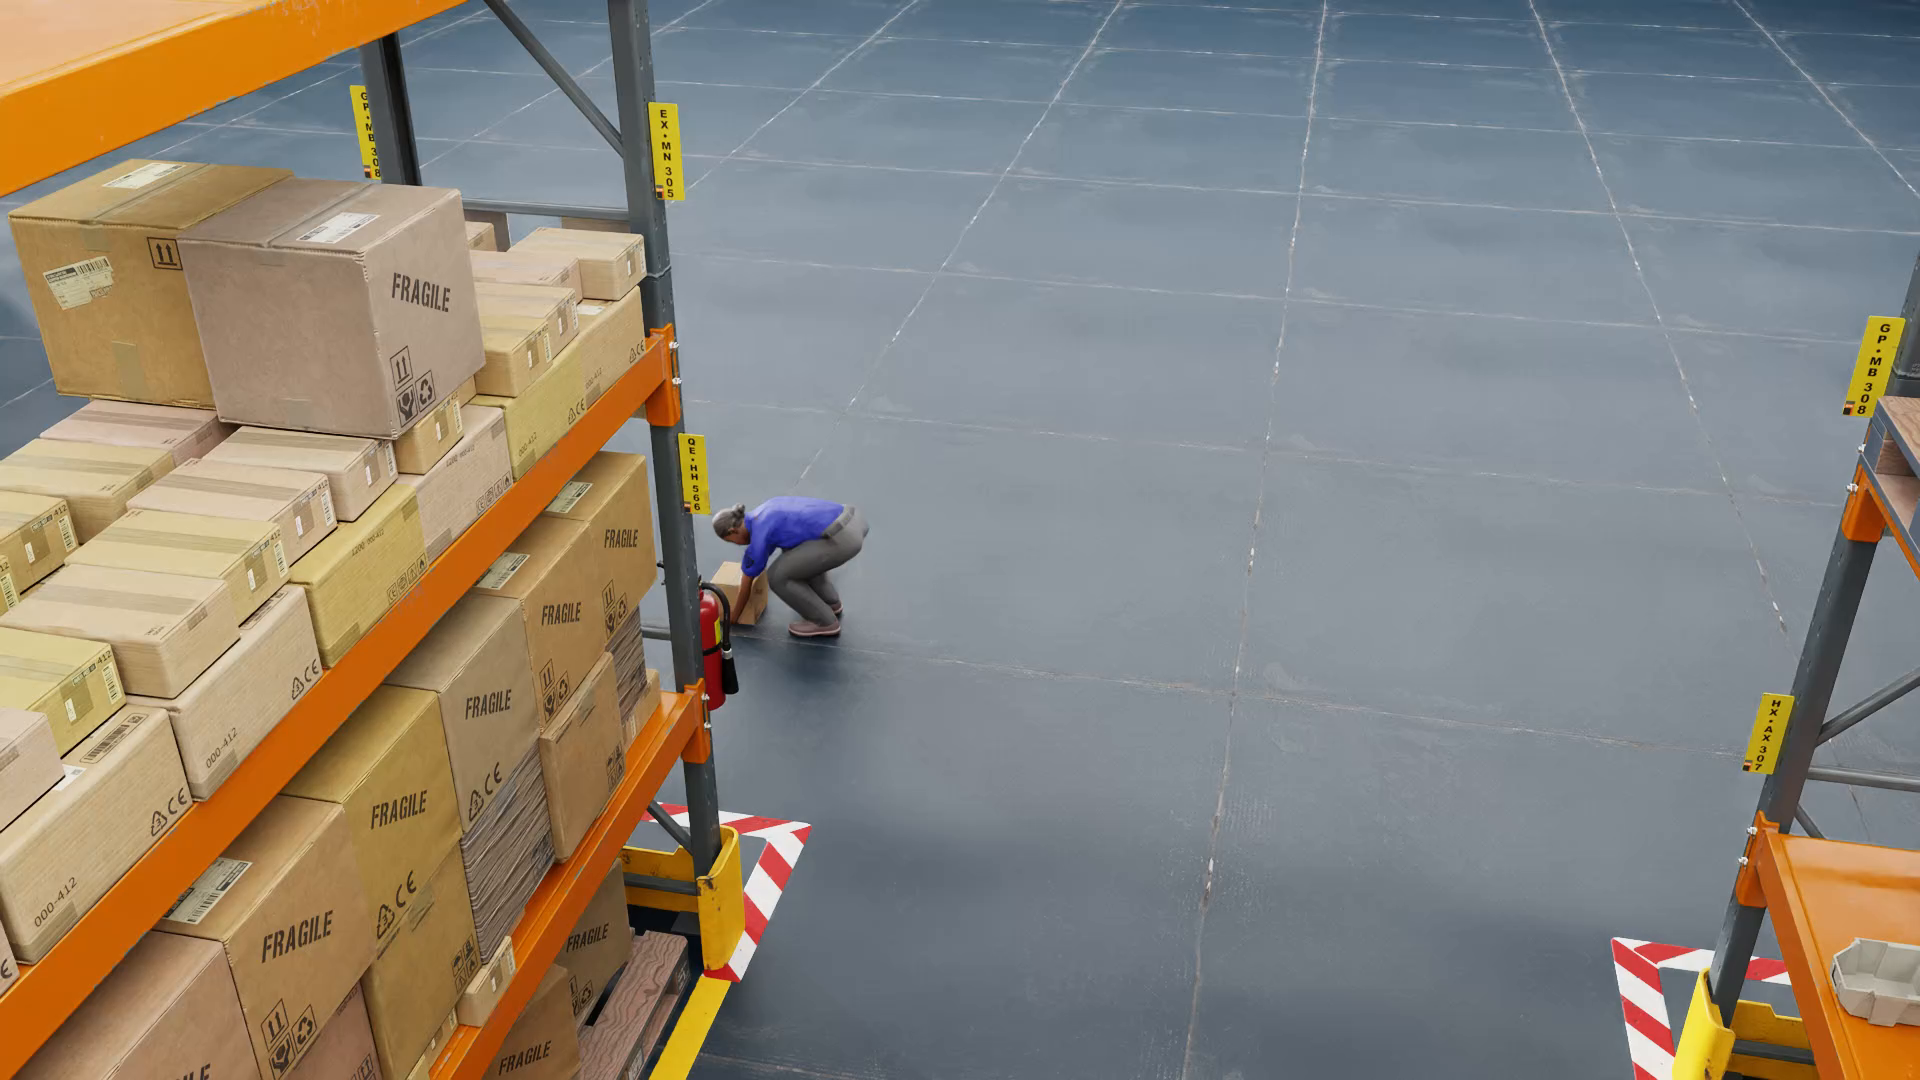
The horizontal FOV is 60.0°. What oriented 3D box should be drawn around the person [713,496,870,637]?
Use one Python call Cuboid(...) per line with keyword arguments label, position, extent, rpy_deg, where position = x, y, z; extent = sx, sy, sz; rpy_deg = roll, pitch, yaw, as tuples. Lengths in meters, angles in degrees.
Cuboid(label="person", position=(-0.946, 0.134, 9.332), extent=(0.871, 0.775, 0.462), rpy_deg=(5, 29, 9))
